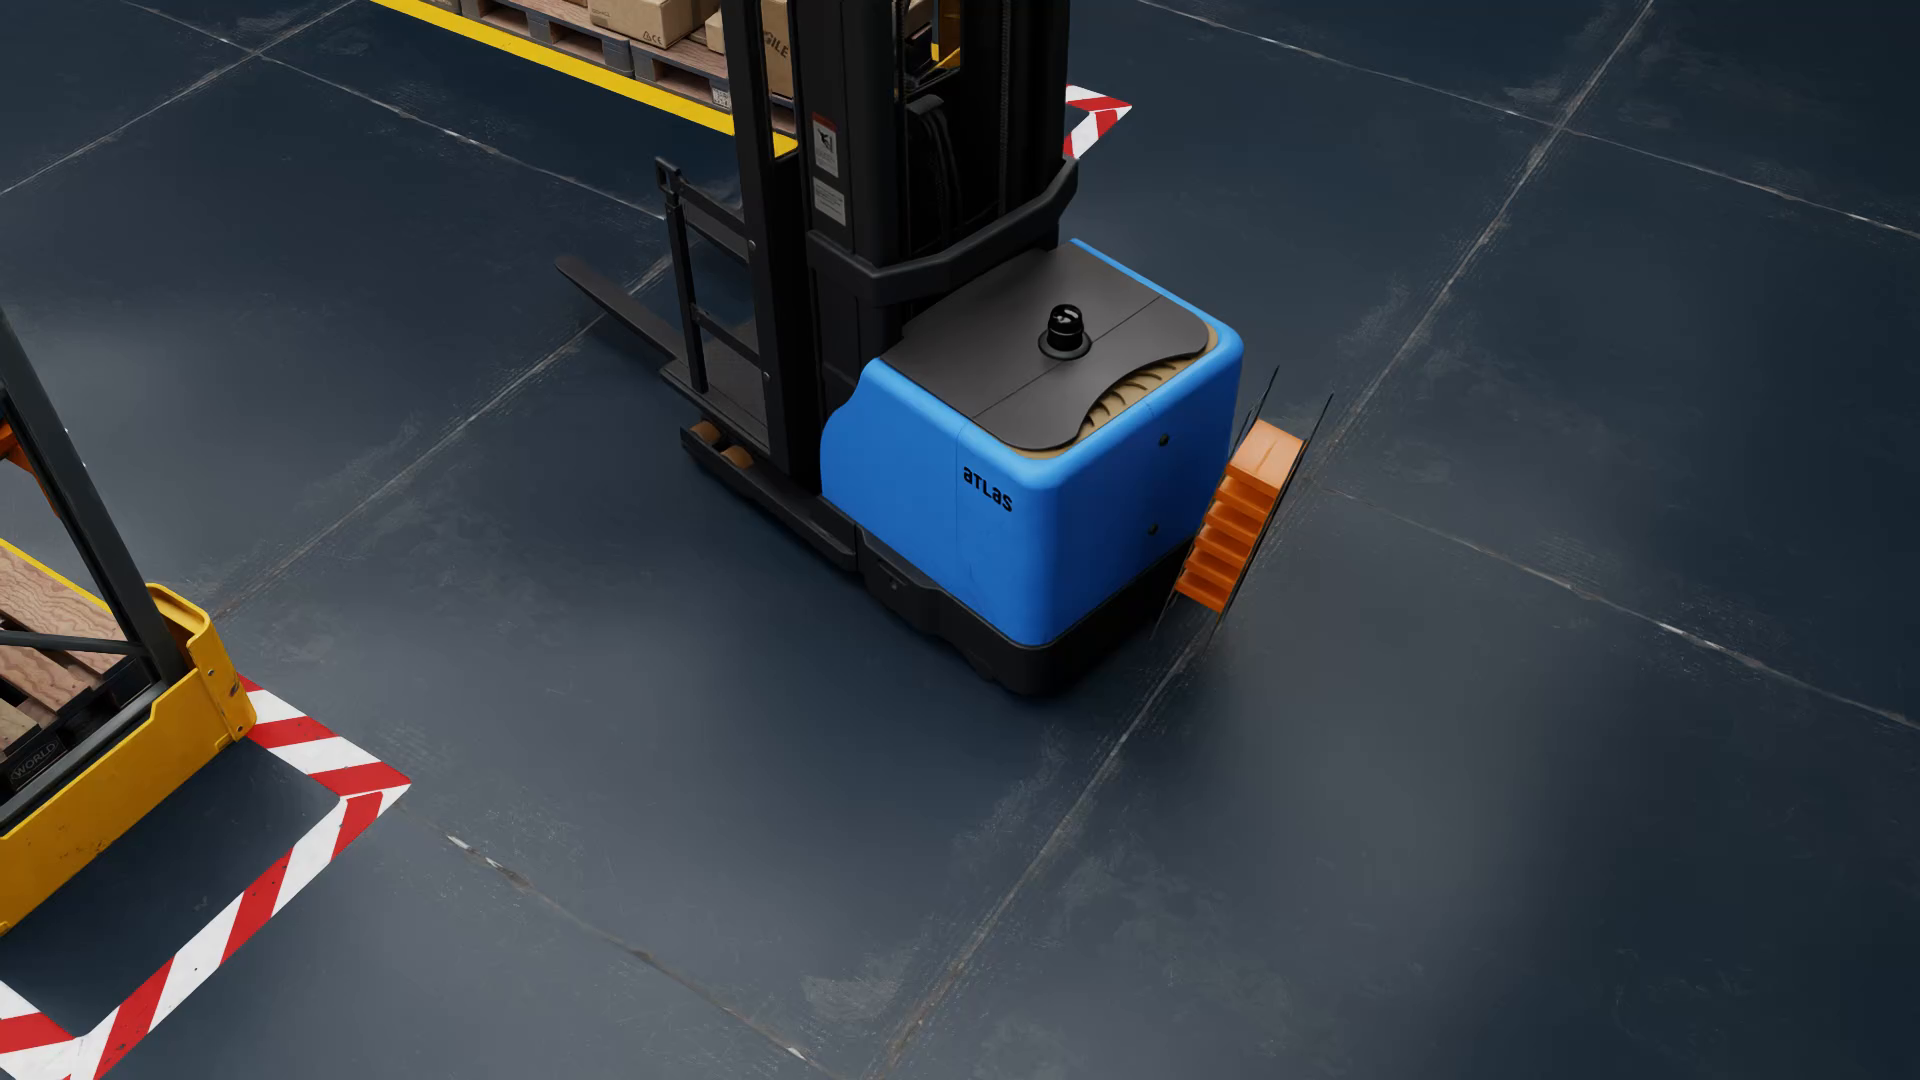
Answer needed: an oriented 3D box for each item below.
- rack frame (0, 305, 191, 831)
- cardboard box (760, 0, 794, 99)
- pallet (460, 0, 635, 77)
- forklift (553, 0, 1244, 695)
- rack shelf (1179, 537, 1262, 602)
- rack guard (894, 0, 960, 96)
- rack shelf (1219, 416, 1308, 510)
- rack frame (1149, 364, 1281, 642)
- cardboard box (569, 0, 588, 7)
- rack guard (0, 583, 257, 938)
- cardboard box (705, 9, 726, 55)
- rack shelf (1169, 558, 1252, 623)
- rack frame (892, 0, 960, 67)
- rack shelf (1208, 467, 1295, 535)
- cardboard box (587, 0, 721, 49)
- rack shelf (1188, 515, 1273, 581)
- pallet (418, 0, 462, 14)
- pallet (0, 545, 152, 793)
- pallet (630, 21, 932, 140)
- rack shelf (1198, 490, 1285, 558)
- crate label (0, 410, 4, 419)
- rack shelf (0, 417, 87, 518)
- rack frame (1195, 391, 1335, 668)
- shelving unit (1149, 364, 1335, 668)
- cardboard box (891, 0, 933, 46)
[{"bbox_3d":[-2.853,-0.157,4.311,0.127,3.000,1.000,25,51,22],"label":"rack frame"},{"bbox_3d":[-0.766,-2.489,8.014,0.500,0.500,0.500,25,51,22],"label":"cardboard box"},{"bbox_3d":[-1.934,-2.984,9.003,1.213,0.211,1.003,25,51,22],"label":"pallet"},{"bbox_3d":[-0.444,-1.453,5.618,1.130,2.935,3.031,-35,55,-29],"label":"forklift"},{"bbox_3d":[0.874,0.056,5.573,0.180,0.103,0.258,29,51,11],"label":"rack shelf"},{"bbox_3d":[-0.239,-2.304,8.140,0.348,0.500,1.175,25,51,22],"label":"rack guard"},{"bbox_3d":[0.952,-0.242,5.205,0.180,0.103,0.258,29,51,11],"label":"rack shelf"},{"bbox_3d":[0.822,-0.089,5.465,0.006,1.200,0.240,29,51,11],"label":"rack frame"},{"bbox_3d":[-1.958,-3.253,8.754,0.637,0.503,0.797,25,51,22],"label":"cardboard box"},{"bbox_3d":[-2.825,0.716,5.206,0.348,0.500,1.175,25,51,22],"label":"rack guard"},{"bbox_3d":[-1.058,-2.584,8.339,0.250,0.166,0.380,25,51,22],"label":"cardboard box"},{"bbox_3d":[0.855,0.131,5.665,0.180,0.103,0.258,29,51,11],"label":"rack shelf"},{"bbox_3d":[-0.175,-3.145,7.215,0.127,3.000,1.000,25,51,22],"label":"rack frame"},{"bbox_3d":[0.933,-0.167,5.297,0.180,0.103,0.258,29,51,11],"label":"rack shelf"},{"bbox_3d":[-1.549,-2.788,8.478,0.500,0.250,0.500,25,51,22],"label":"cardboard box"},{"bbox_3d":[0.894,-0.018,5.481,0.180,0.103,0.258,29,51,11],"label":"rack shelf"},{"bbox_3d":[-2.965,-3.456,9.461,1.213,0.211,1.003,25,51,22],"label":"pallet"},{"bbox_3d":[-3.526,0.472,5.644,1.213,0.211,1.003,25,51,22],"label":"pallet"},{"bbox_3d":[-0.911,-2.511,8.543,1.213,0.211,1.003,25,51,22],"label":"pallet"},{"bbox_3d":[0.913,-0.093,5.389,0.180,0.103,0.258,29,51,11],"label":"rack shelf"},{"bbox_3d":[-2.883,-0.414,4.635,0.303,0.233,0.416,25,51,22],"label":"crate label"},{"bbox_3d":[-4.536,-0.680,5.321,4.000,0.370,1.077,25,51,22],"label":"rack shelf"},{"bbox_3d":[0.980,-0.003,5.429,0.006,1.200,0.240,29,51,11],"label":"rack frame"},{"bbox_3d":[0.901,-0.046,5.447,0.189,1.200,0.258,29,51,11],"label":"shelving unit"},{"bbox_3d":[-0.342,-2.675,8.439,0.250,0.149,0.380,25,51,22],"label":"cardboard box"}]
